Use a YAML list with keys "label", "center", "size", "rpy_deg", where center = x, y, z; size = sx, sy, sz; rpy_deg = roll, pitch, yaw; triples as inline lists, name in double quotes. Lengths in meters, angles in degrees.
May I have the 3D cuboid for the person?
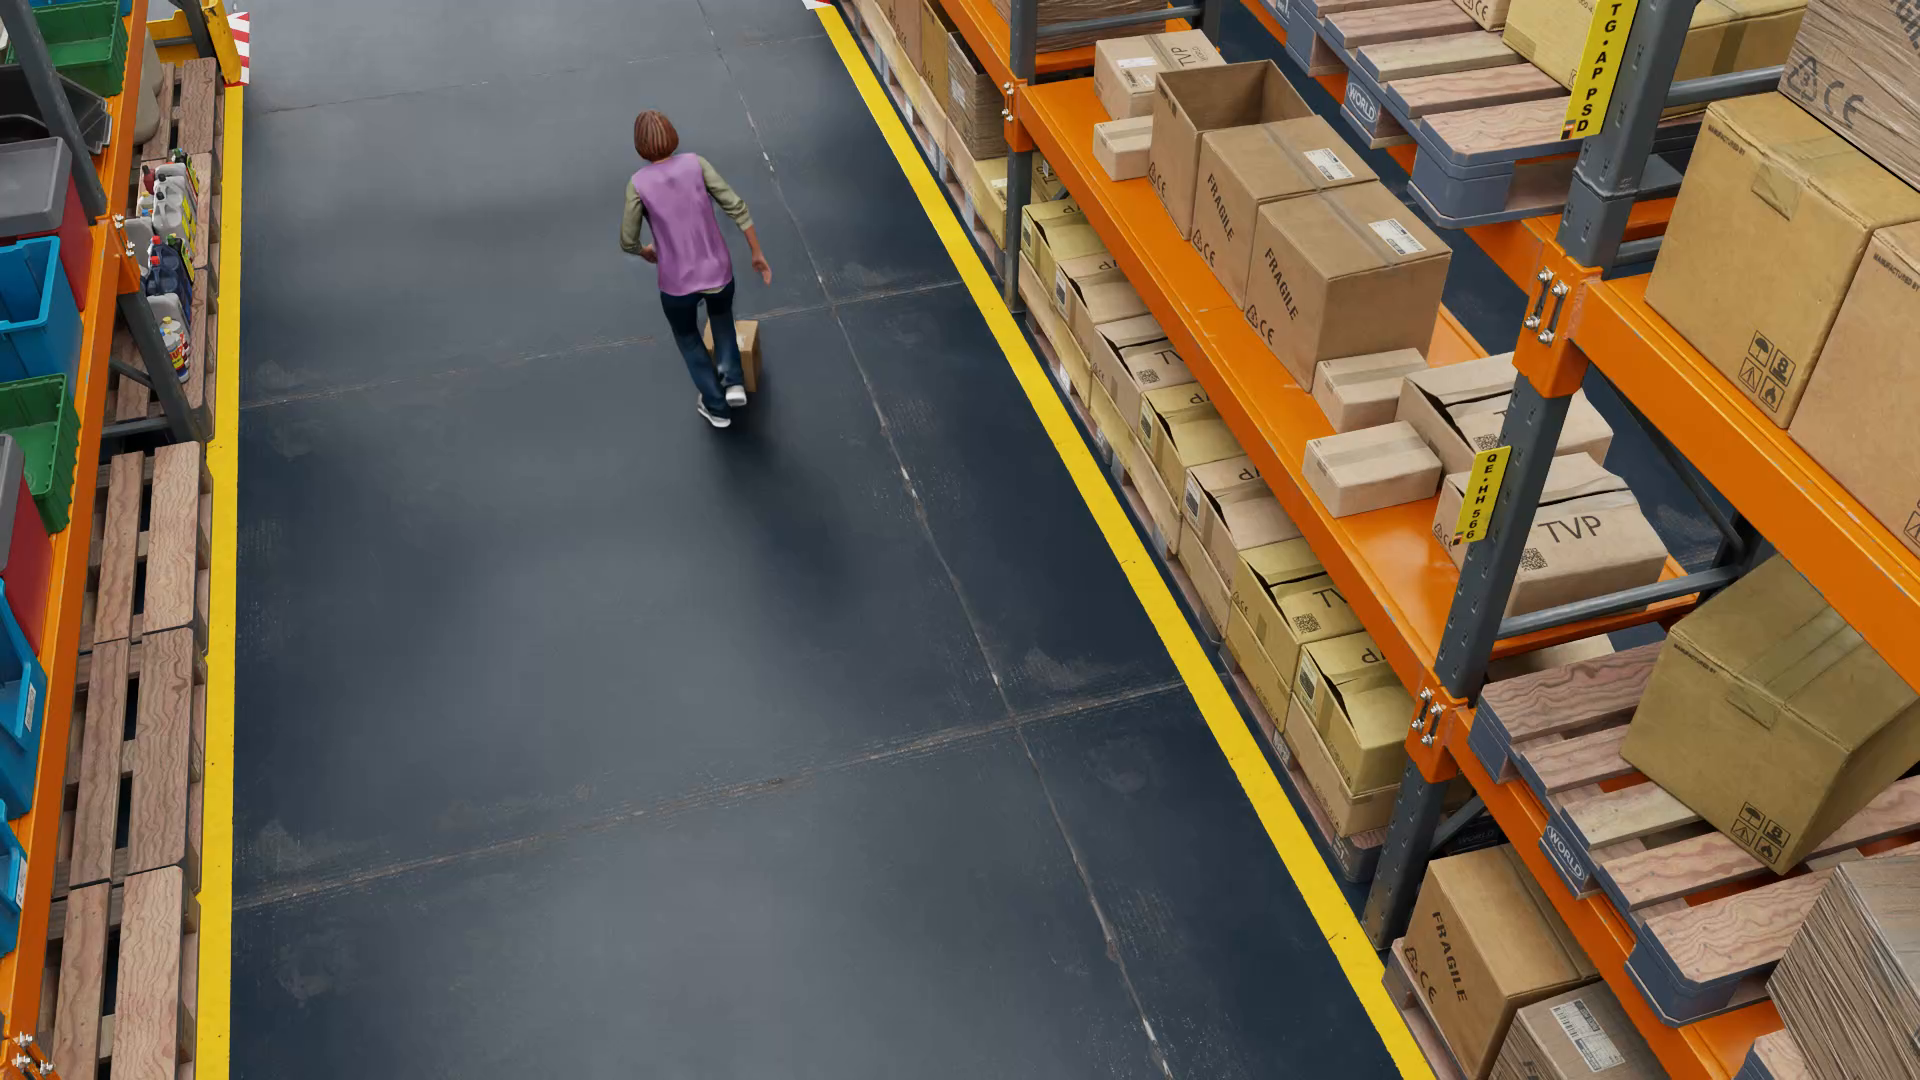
- label: "person"
  center: [-1.194, -1.198, 7.532]
  size: [0.609, 1.495, 0.579]
  rpy_deg: [-17, 45, -18]
